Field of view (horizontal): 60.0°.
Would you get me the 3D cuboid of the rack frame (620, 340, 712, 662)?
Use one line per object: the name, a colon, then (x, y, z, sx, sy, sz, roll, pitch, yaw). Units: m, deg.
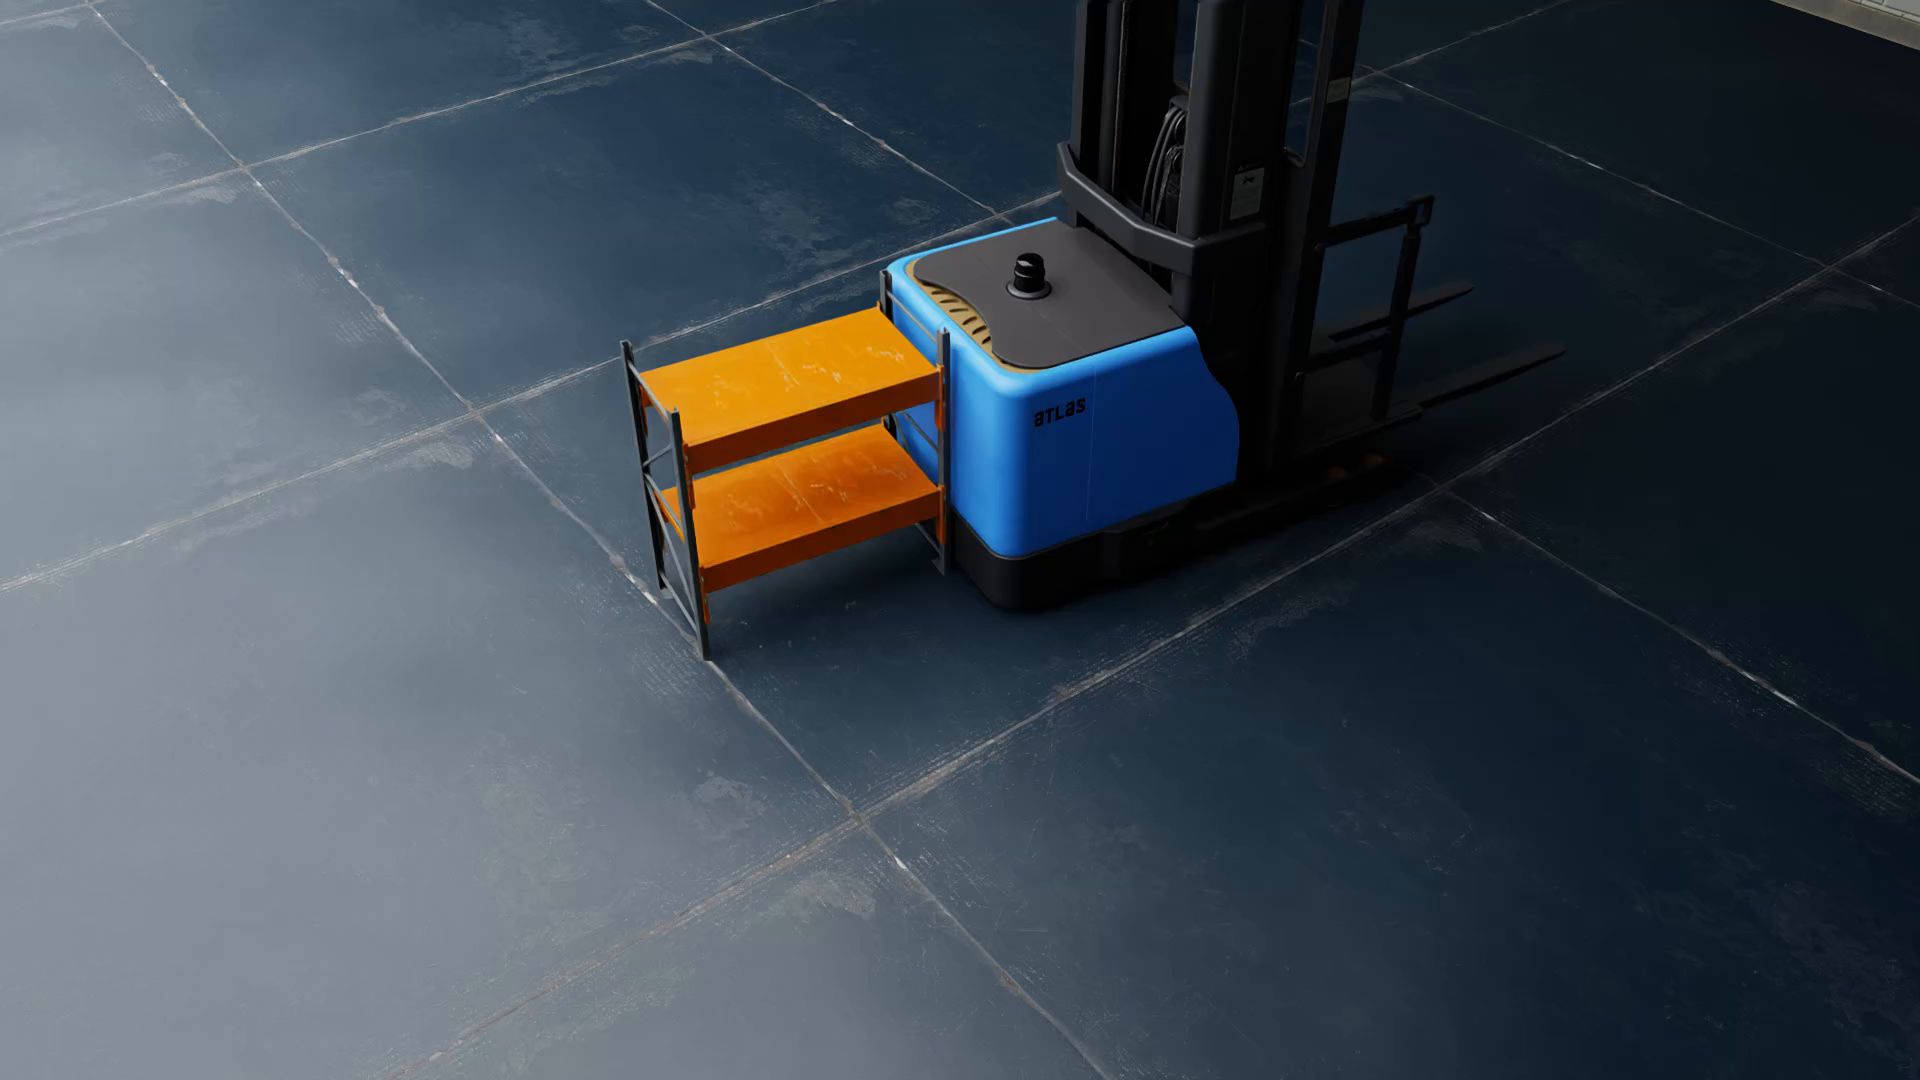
rack frame: (-1.060, -0.125, 6.015, 0.032, 1.125, 0.500, -19, 43, -22)

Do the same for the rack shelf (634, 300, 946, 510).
rack shelf: (-0.614, -0.506, 6.018, 1.000, 0.278, 0.538, -19, 43, -22)

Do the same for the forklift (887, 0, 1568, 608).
forklift: (1.236, -1.547, 6.324, 3.031, 2.935, 1.130, -19, 43, -22)

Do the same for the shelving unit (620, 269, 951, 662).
shelving unit: (-0.614, -0.279, 6.204, 1.048, 1.125, 0.538, -19, 43, -22)

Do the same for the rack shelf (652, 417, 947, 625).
rack shelf: (-0.614, -0.090, 6.359, 1.000, 0.278, 0.538, -19, 43, -22)

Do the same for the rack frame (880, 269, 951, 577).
rack frame: (-0.168, -0.434, 6.392, 0.032, 1.125, 0.500, -19, 43, -22)
